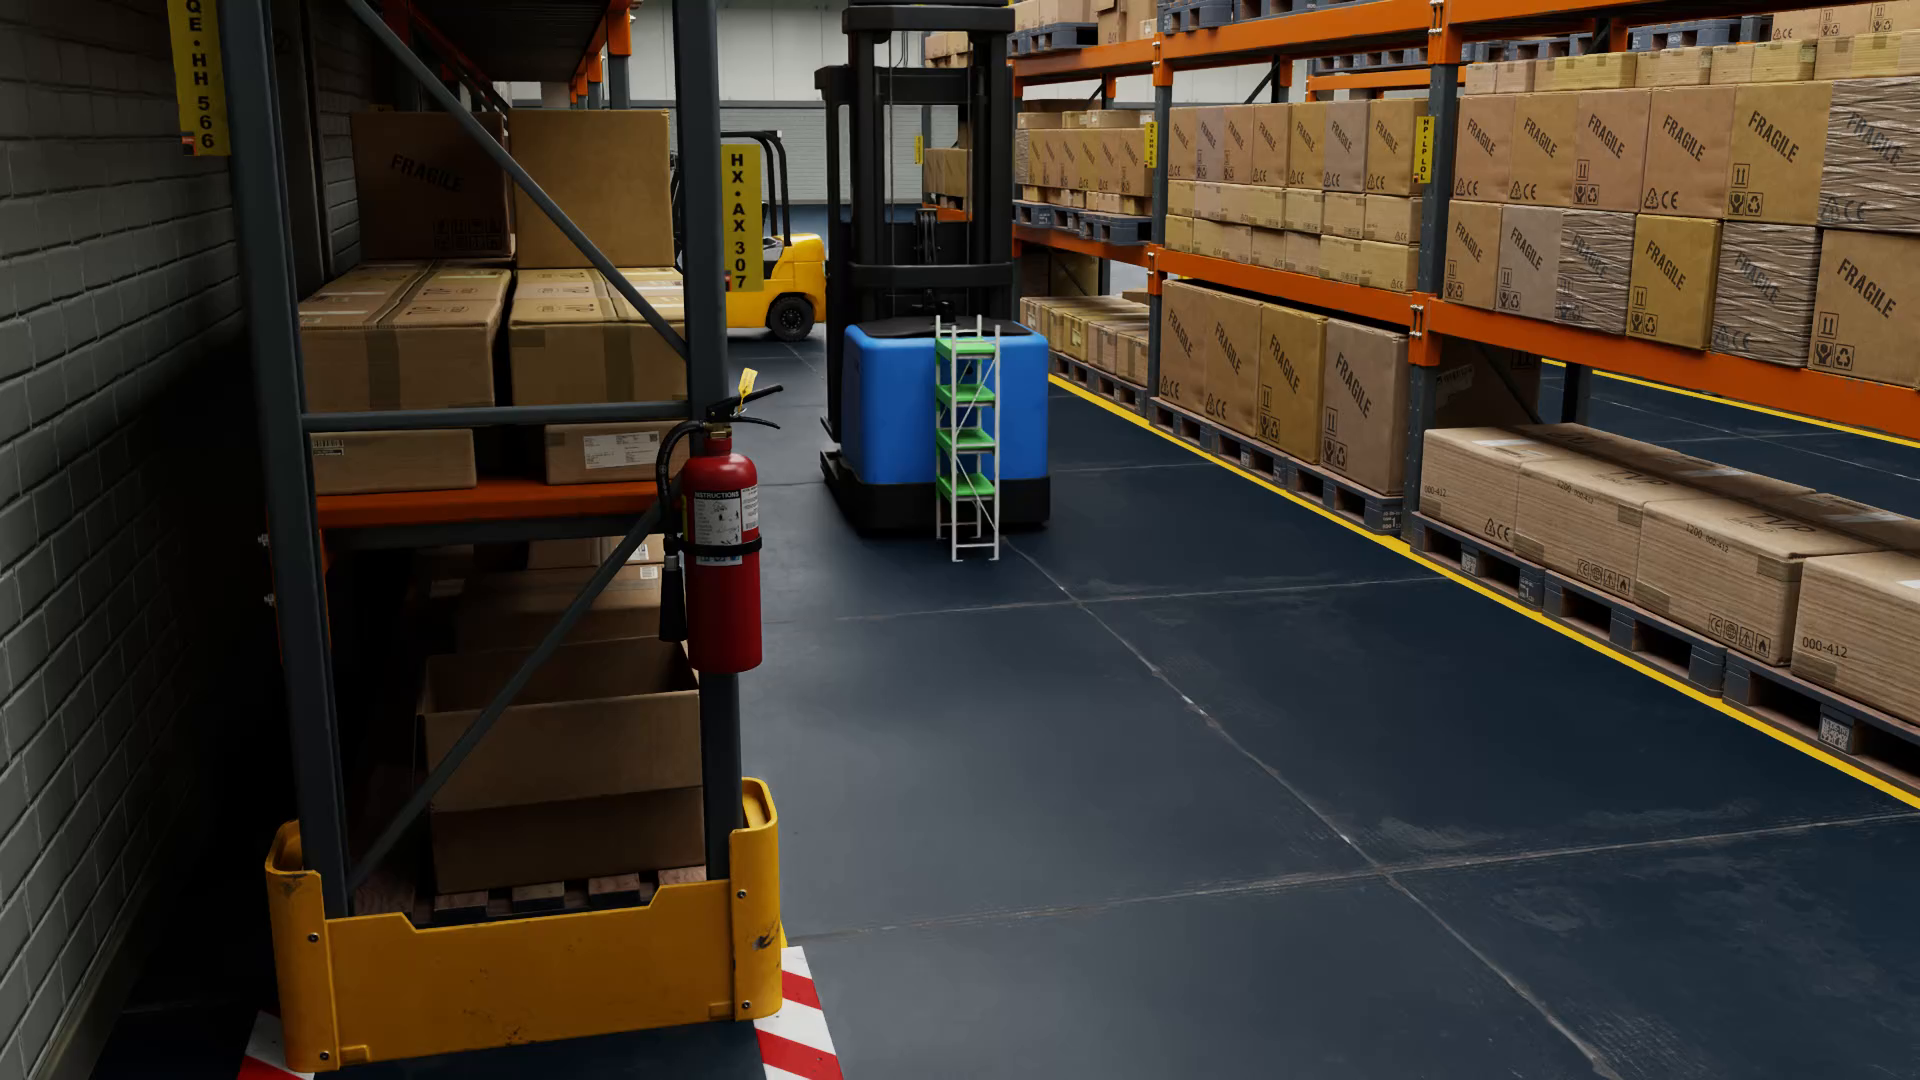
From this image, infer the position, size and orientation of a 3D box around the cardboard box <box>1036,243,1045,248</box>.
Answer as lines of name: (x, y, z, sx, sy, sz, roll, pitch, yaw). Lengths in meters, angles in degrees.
cardboard box: (1.014, -3.166, 17.527, 0.380, 0.149, 0.250, -3, 14, -11)

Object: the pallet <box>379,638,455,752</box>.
pallet: (-1.511, 0.602, 6.020, 1.003, 0.211, 1.213, -3, 14, -13)

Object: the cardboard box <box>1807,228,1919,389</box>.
cardboard box: (3.328, -0.810, 5.711, 0.500, 0.500, 0.500, -4, 14, -14)

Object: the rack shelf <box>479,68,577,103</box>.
rack shelf: (-4.310, -4.608, 16.664, 1.077, 0.370, 4.000, -3, 14, -13)

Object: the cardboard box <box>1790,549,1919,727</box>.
cardboard box: (3.550, 0.346, 5.705, 0.875, 0.438, 0.875, -4, 14, -15)

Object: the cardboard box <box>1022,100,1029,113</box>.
cardboard box: (0.992, -4.228, 16.968, 0.700, 0.500, 0.500, -3, 14, -13)

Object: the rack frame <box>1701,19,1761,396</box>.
rack frame: (6.711, -2.693, 13.629, 1.000, 3.000, 0.127, -3, 14, -13)

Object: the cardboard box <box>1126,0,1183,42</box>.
cardboard box: (1.710, -4.119, 12.934, 0.700, 0.500, 0.500, -3, 14, -13)

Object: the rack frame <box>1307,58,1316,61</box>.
rack frame: (4.832, -7.453, 20.471, 1.000, 3.000, 0.127, -3, 14, -13)

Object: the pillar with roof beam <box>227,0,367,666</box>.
pillar with roof beam: (1.510, -4.137, 6.899, 9.100, 9.000, 0.400, -3, 14, -13)

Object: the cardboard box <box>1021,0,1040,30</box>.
cardboard box: (0.851, -4.631, 14.672, 0.500, 0.250, 0.500, -3, 14, -14)

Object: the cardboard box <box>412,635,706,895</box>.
cardboard box: (-1.074, 0.592, 4.560, 0.797, 0.503, 0.637, -4, 14, -15)

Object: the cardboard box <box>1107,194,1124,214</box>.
cardboard box: (1.381, -2.652, 13.105, 0.380, 0.149, 0.250, -3, 14, -14)

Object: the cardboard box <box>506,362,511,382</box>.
cardboard box: (-1.742, -0.626, 5.697, 0.380, 0.149, 0.250, -3, 14, -11)

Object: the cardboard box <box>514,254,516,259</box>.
cardboard box: (-1.368, -0.931, 6.105, 0.500, 0.250, 0.500, -3, 14, -14)

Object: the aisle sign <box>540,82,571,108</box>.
aisle sign: (-4.510, -5.256, 18.643, 0.394, 0.787, 0.004, -3, 14, -13)

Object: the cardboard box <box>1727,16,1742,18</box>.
cardboard box: (6.356, -4.415, 13.755, 0.380, 0.166, 0.250, -3, 14, -13)

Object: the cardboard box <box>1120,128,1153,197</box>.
cardboard box: (1.546, -2.880, 12.673, 0.500, 0.500, 0.500, -4, 14, -15)

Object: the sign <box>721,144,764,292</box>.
sign: (-0.495, -0.721, 3.736, 0.100, 0.325, 0.005, -3, 14, -13)

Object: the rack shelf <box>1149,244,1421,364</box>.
rack shelf: (2.393, -1.583, 10.602, 1.077, 0.370, 4.000, -3, 14, -13)

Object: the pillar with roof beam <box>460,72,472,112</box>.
pillar with roof beam: (-2.717, -8.289, 23.895, 9.100, 9.000, 0.400, -3, 14, -13)

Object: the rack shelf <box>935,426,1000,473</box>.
rack shelf: (0.036, -0.470, 8.591, 0.258, 0.148, 0.480, -2, 14, -10)

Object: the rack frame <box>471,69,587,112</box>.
rack frame: (-3.840, -3.039, 15.046, 1.000, 3.000, 0.127, -3, 14, -13)

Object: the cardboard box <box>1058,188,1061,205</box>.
cardboard box: (1.073, -3.015, 14.593, 0.380, 0.149, 0.250, -3, 14, -13)

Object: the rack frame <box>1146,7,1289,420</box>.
rack frame: (1.923, -2.394, 12.405, 1.000, 3.000, 0.127, -3, 14, -13)

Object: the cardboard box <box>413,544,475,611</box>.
cardboard box: (-2.036, 0.074, 7.083, 0.500, 0.311, 0.500, -3, 14, -11)

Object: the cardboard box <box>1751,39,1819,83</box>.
cardboard box: (3.170, -1.761, 6.129, 0.380, 0.149, 0.250, -3, 14, -12)

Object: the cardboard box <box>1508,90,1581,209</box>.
cardboard box: (2.851, -1.765, 7.514, 0.500, 0.500, 0.500, -3, 14, -14)

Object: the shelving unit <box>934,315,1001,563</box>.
shelving unit: (0.035, -0.532, 8.575, 0.258, 1.200, 0.503, -2, 14, -10)

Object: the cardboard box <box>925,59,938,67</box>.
cardboard box: (-0.194, -5.480, 19.245, 0.380, 0.149, 0.250, -3, 14, -13)

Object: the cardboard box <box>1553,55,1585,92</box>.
cardboard box: (2.860, -2.057, 7.344, 0.380, 0.149, 0.250, -3, 14, -14)

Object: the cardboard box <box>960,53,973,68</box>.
cardboard box: (0.215, -5.123, 17.786, 0.380, 0.149, 0.250, -4, 14, -15)

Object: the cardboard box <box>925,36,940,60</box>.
cardboard box: (-0.097, -5.637, 19.050, 0.500, 0.250, 0.500, -4, 14, -14)

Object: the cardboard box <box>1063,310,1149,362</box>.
cardboard box: (1.446, -1.797, 14.615, 0.950, 0.372, 0.625, -3, 14, -11)

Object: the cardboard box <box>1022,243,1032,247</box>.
cardboard box: (0.850, -2.943, 17.981, 0.500, 0.500, 0.500, -3, 14, -10)

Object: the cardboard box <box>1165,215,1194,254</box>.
cardboard box: (1.793, -2.194, 11.903, 0.500, 0.250, 0.500, -4, 14, -14)

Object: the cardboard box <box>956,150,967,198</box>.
cardboard box: (0.259, -3.954, 17.953, 0.500, 0.500, 0.500, -4, 14, -14)

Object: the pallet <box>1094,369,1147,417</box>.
pallet: (1.741, -1.219, 13.474, 1.003, 0.211, 1.213, -3, 14, -13)

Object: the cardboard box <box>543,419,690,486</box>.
cardboard box: (-0.833, -0.240, 4.117, 0.380, 0.149, 0.250, -3, 14, -14)

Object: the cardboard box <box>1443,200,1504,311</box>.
cardboard box: (2.718, -1.397, 8.113, 0.500, 0.500, 0.500, -3, 14, -11)

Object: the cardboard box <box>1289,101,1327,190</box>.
cardboard box: (2.285, -2.331, 9.832, 0.500, 0.500, 0.500, -3, 14, -11)

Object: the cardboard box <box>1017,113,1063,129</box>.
cardboard box: (0.750, -3.900, 15.483, 0.380, 0.149, 0.250, -3, 14, -13)

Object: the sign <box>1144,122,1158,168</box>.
sign: (1.398, -2.885, 12.144, 0.100, 0.325, 0.005, -3, 14, -13)

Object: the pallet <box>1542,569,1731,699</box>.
pallet: (3.255, 0.345, 7.068, 1.003, 0.211, 1.213, -3, 14, -13)

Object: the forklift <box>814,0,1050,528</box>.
forklift: (-0.278, -1.787, 10.067, 1.130, 2.935, 3.031, -2, 14, -10)

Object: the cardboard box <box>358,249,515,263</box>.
cardboard box: (-1.864, -0.901, 5.985, 0.500, 0.250, 0.500, -3, 14, -12)

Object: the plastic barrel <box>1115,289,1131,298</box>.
plastic barrel: (2.001, -2.596, 18.660, 0.512, 0.421, 0.421, 7, 15, 26)

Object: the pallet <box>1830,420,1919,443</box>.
pallet: (7.176, -0.877, 12.072, 1.003, 0.211, 1.213, -3, 14, -13)

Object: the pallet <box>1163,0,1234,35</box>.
pallet: (2.126, -3.614, 11.475, 1.213, 0.211, 1.003, -3, 14, -11)

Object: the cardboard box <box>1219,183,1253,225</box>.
cardboard box: (2.027, -2.198, 10.867, 0.500, 0.250, 0.500, -3, 14, -13)

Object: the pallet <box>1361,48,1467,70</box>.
pallet: (5.306, -5.500, 18.986, 1.003, 0.211, 1.213, -3, 14, -13)

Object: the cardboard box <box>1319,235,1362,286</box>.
cardboard box: (2.394, -1.605, 9.493, 0.500, 0.250, 0.500, -3, 14, -14)

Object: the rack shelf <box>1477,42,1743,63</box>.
rack shelf: (6.241, -4.262, 15.247, 1.077, 0.370, 4.000, -3, 14, -13)

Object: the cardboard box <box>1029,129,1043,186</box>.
cardboard box: (0.933, -3.474, 15.104, 0.500, 0.500, 0.500, -3, 14, -13)

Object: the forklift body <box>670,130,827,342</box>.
forklift body: (-2.561, -3.214, 17.549, 2.313, 2.155, 1.214, -3, 14, -13)

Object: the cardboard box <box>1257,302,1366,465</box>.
cardboard box: (2.419, -0.989, 10.248, 0.875, 0.875, 0.875, -3, 14, -12)

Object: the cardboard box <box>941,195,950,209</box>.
cardboard box: (-0.006, -3.843, 18.866, 0.380, 0.149, 0.250, -3, 14, -12)
